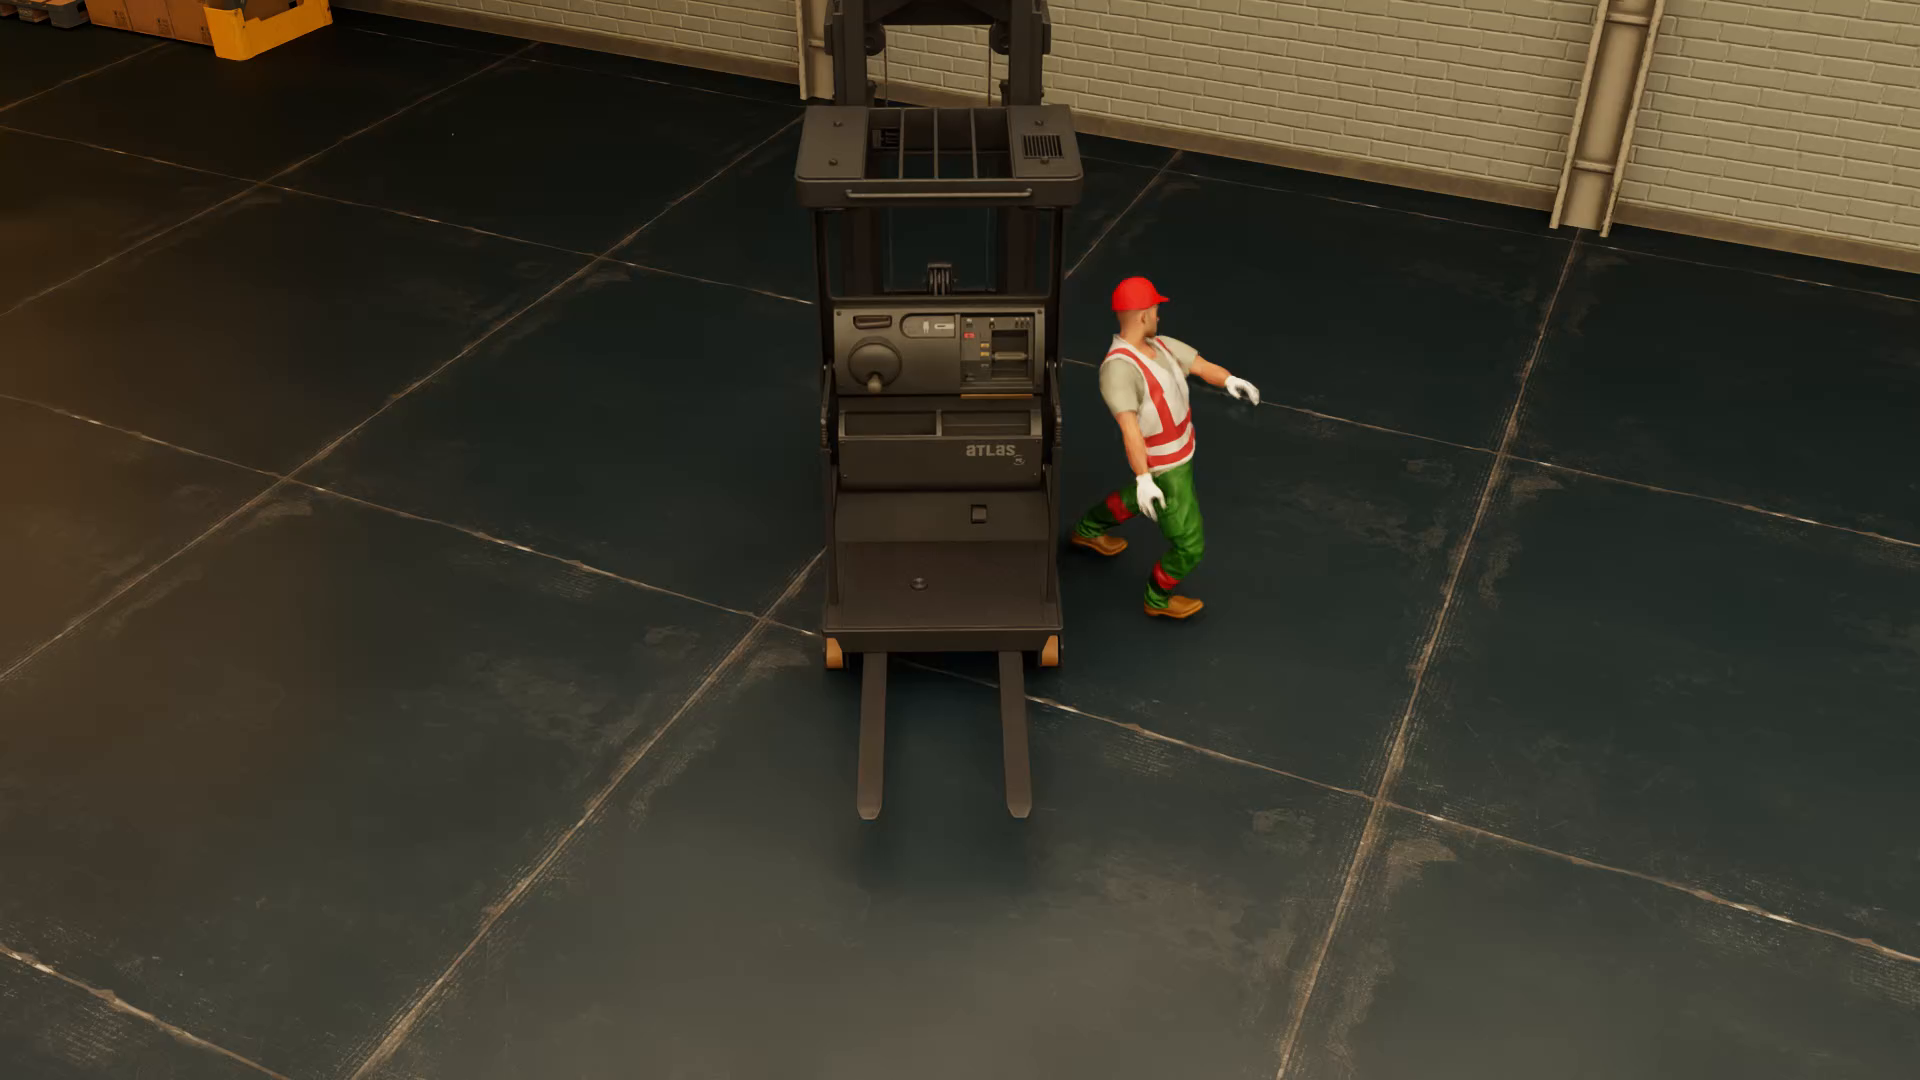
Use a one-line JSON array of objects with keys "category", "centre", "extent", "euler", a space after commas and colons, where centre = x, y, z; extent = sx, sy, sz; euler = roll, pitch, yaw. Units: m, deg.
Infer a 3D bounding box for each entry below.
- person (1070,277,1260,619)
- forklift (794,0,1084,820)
[{"category": "person", "centre": [0.918, -0.358, 7.707], "extent": [0.855, 1.602, 0.863], "euler": [6, 36, 9]}, {"category": "forklift", "centre": [-0.085, -0.776, 7.174], "extent": [1.130, 2.935, 3.031], "euler": [-1, 36, -1]}]
